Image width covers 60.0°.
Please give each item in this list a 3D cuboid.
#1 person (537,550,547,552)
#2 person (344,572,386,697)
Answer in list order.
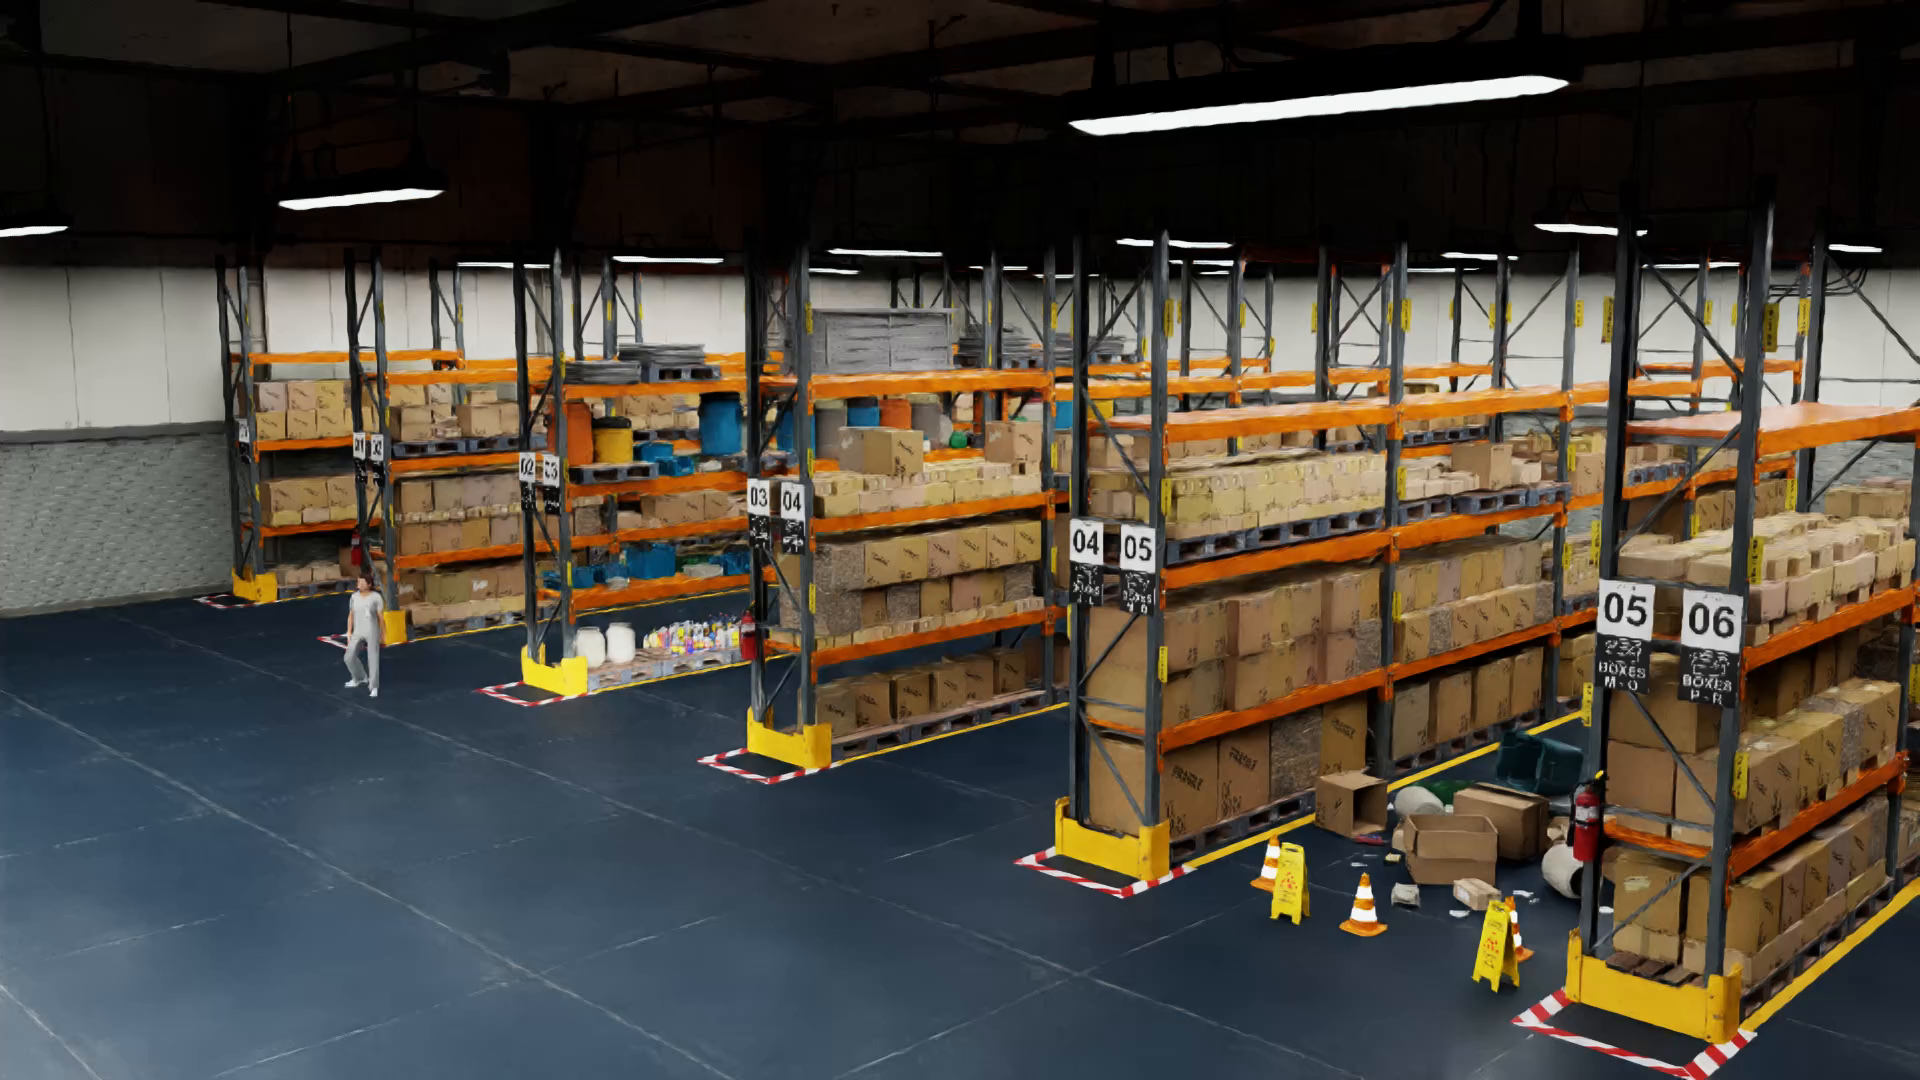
[{"bbox_3d":[-7.455,0.040,29.872,0.656,1.783,0.578,-3,9,-18],"label":"person"},{"bbox_3d":[-7.922,1.227,22.037,0.639,1.665,0.494,1,8,5],"label":"person"}]
